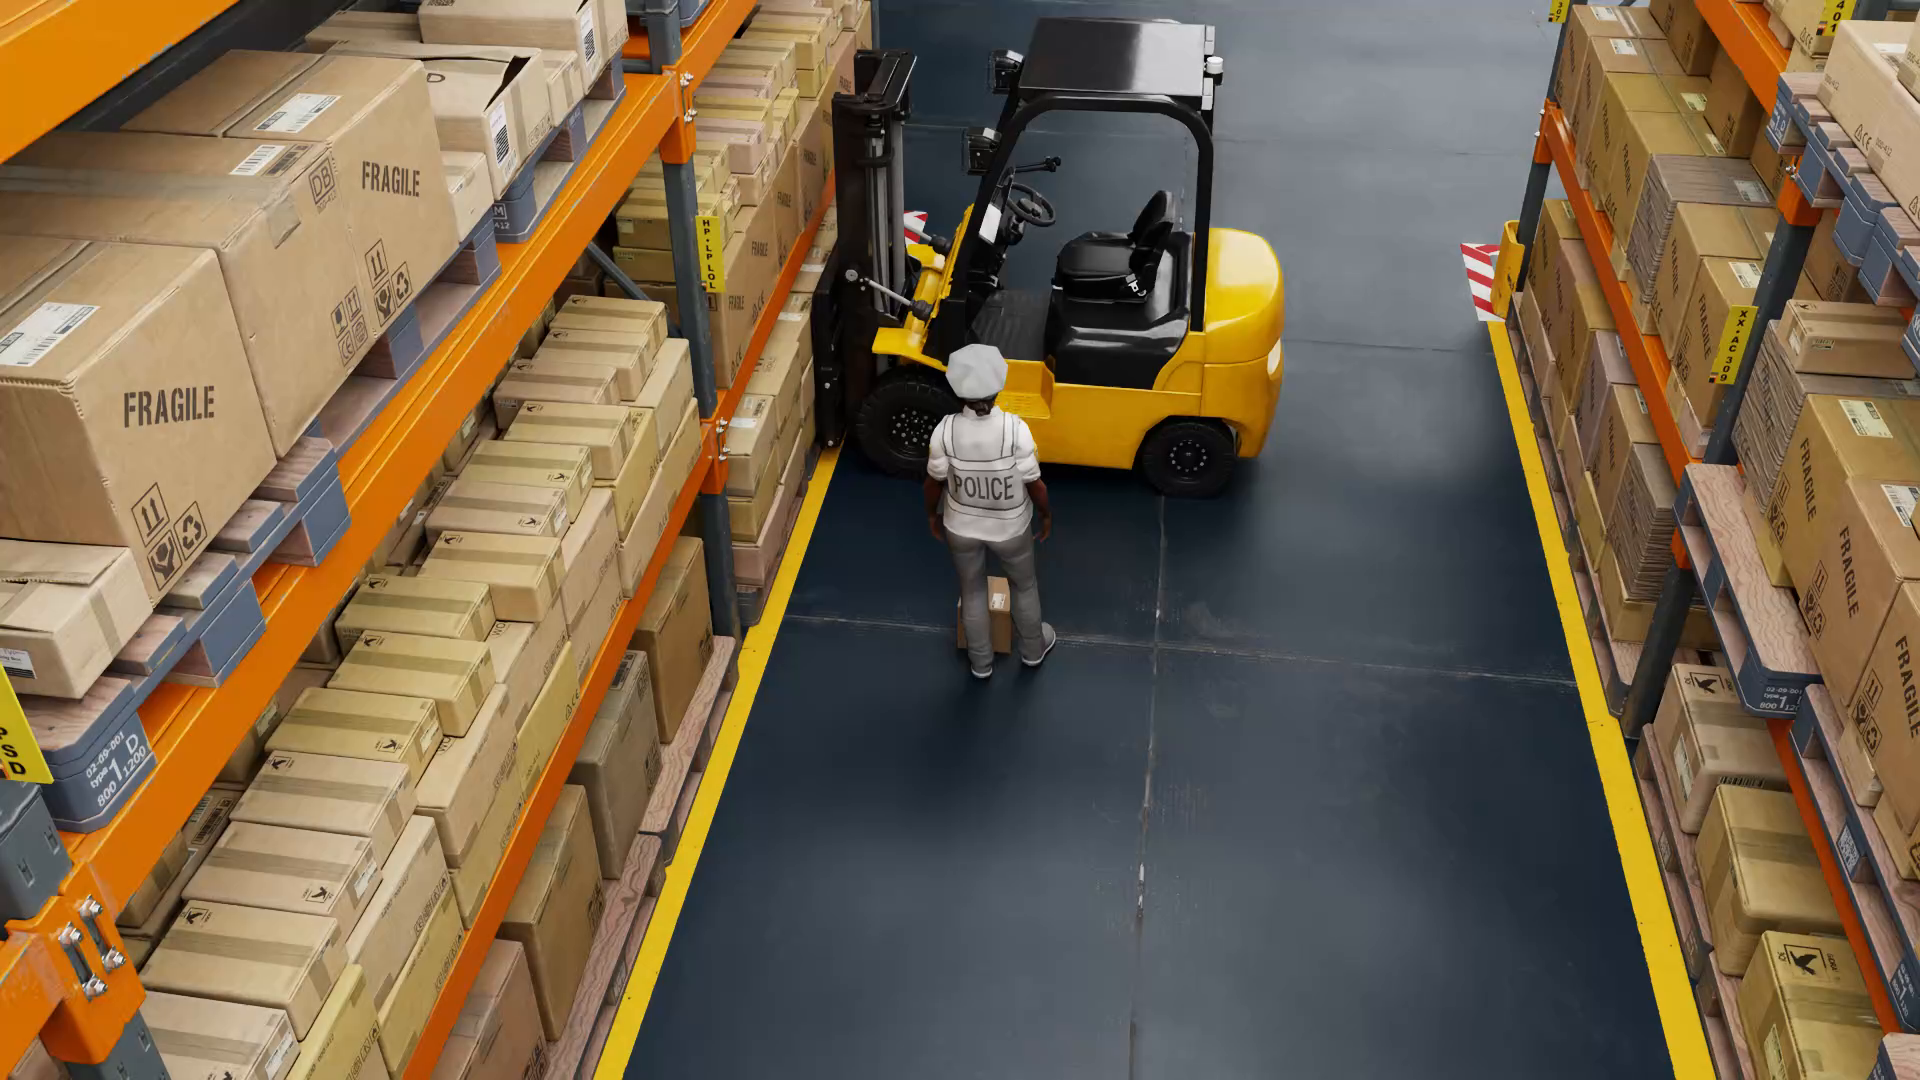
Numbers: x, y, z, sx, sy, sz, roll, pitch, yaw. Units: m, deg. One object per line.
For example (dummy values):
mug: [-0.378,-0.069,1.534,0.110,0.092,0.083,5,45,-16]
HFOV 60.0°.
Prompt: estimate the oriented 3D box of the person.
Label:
person: [0.141,-0.122,7.161,0.568,1.694,0.529,4,37,6]
